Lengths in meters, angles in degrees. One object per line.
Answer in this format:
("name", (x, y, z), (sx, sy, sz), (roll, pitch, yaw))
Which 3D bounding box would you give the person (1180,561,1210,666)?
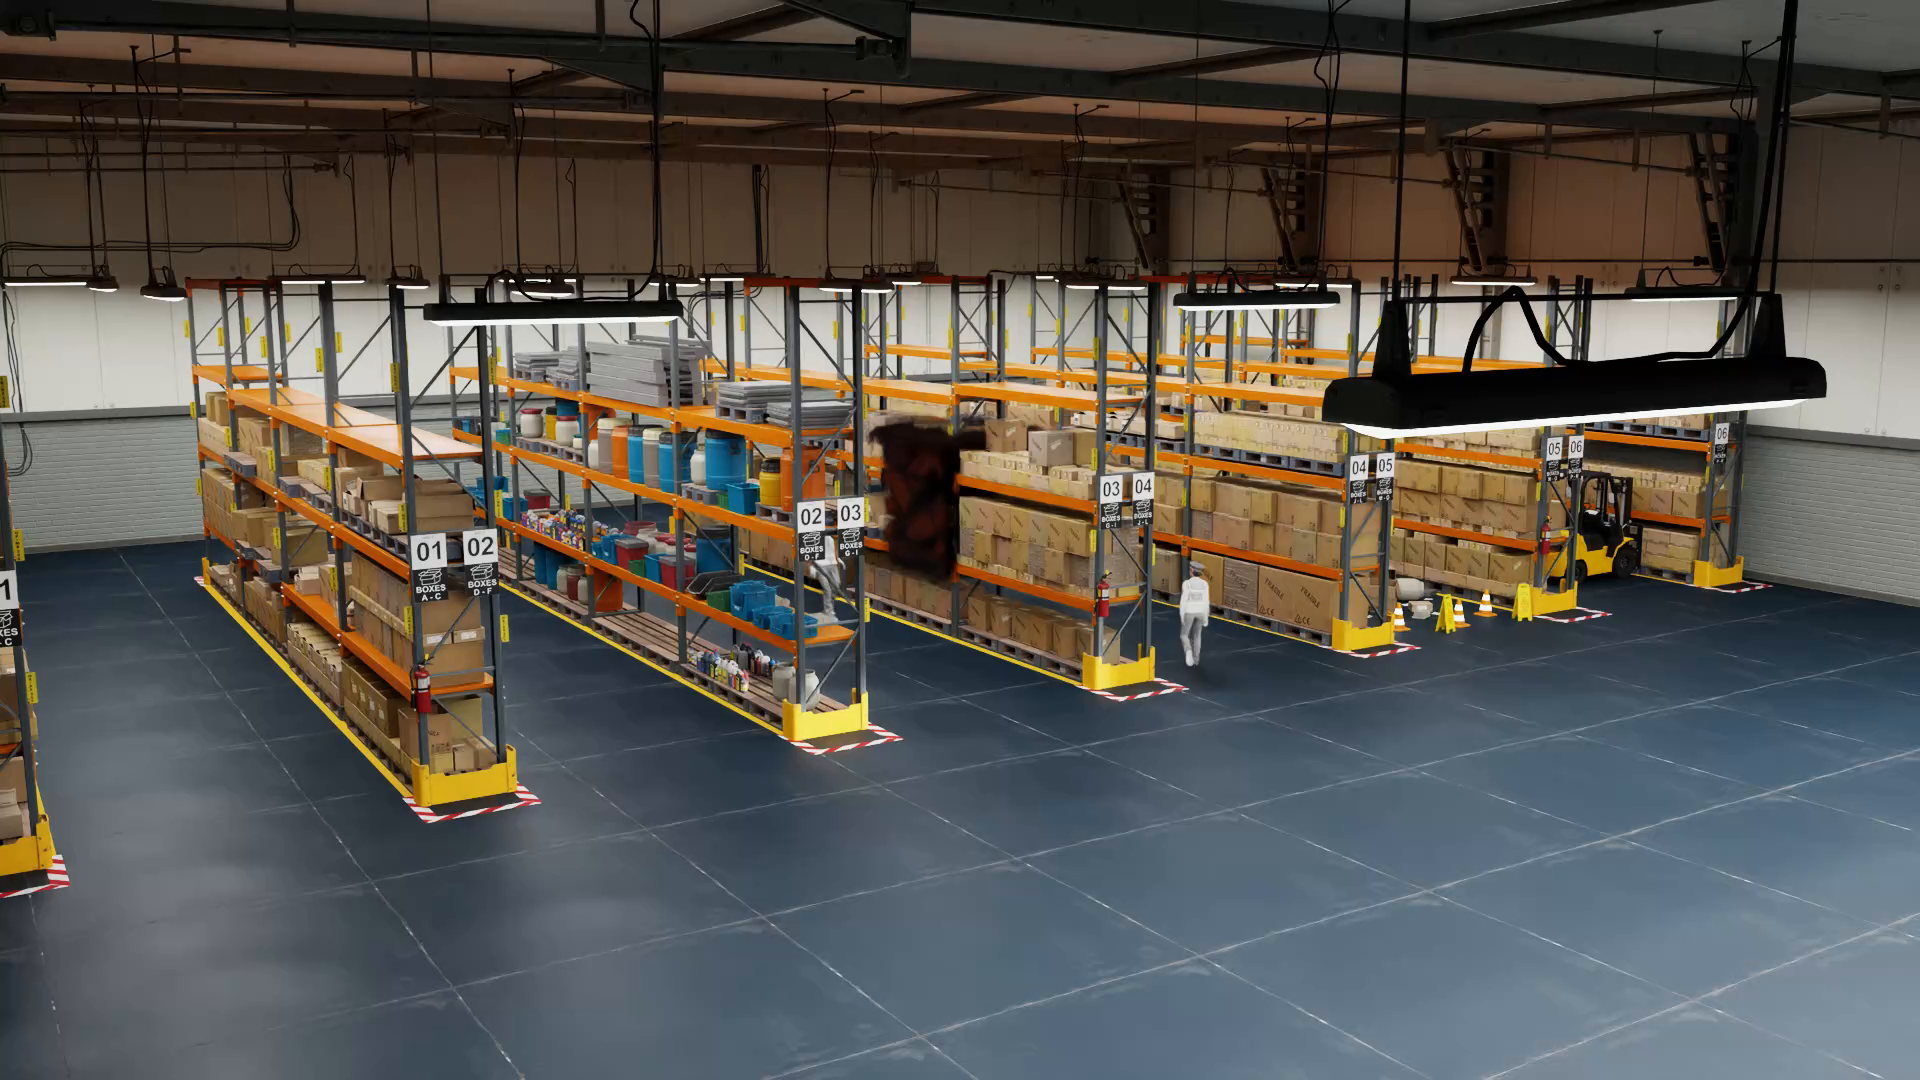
("person", (3.674, 1.180, 25.999), (0.479, 1.658, 0.728), (0, 10, 1))

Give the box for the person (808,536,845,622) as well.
("person", (-2.234, 0.484, 28.286), (0.593, 1.782, 0.714), (-9, 13, -43))
